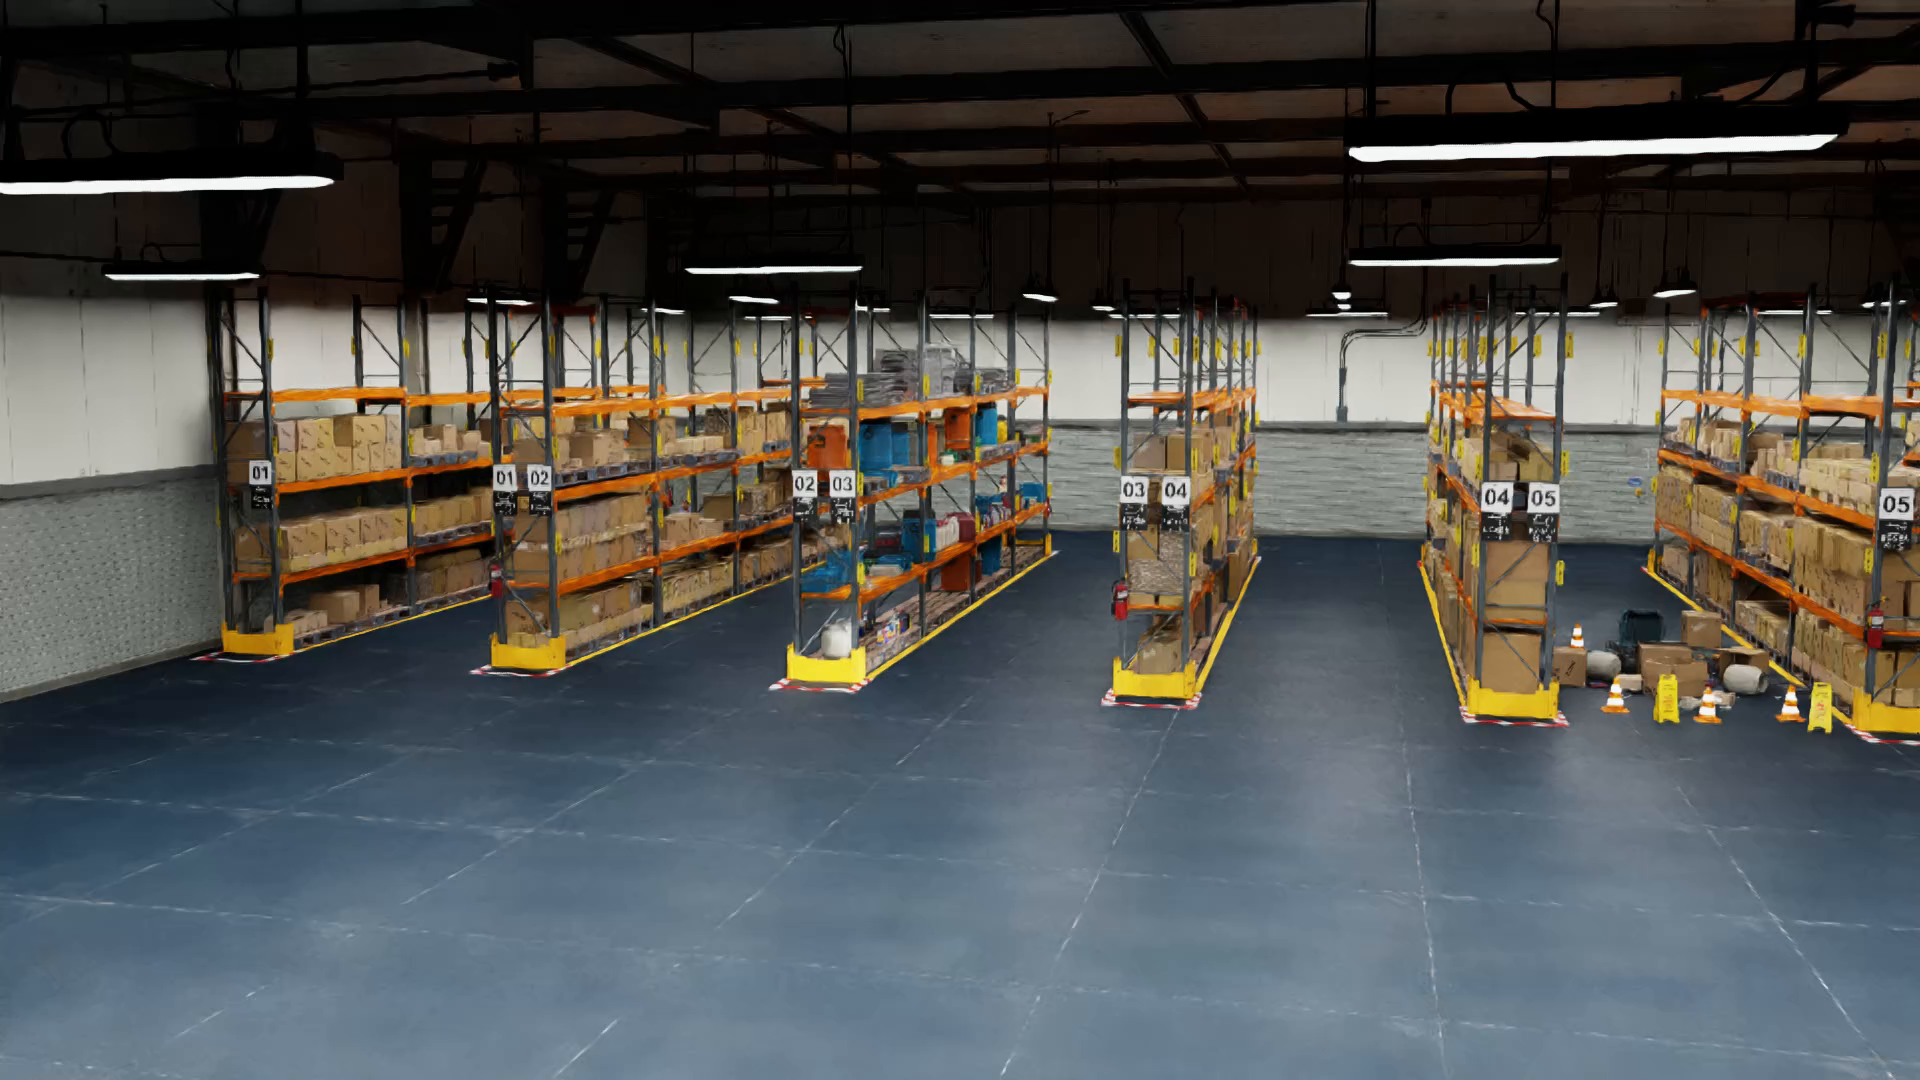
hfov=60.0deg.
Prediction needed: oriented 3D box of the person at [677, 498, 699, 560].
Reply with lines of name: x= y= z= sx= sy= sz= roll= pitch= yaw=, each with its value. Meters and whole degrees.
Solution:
person: x=-6.257 y=-0.175 z=38.276 sx=0.625 sy=1.596 sz=0.517 roll=1 pitch=7 yaw=11

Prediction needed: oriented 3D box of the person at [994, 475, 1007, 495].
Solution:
person: x=1.161 y=-0.940 z=44.844 sx=0.485 sy=1.604 sz=0.950 roll=-1 pitch=7 yaw=-9

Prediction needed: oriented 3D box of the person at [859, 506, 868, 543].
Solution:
person: x=-2.667 y=-0.784 z=42.734 sx=0.674 sy=1.753 sz=0.487 roll=-6 pitch=9 yaw=-42
